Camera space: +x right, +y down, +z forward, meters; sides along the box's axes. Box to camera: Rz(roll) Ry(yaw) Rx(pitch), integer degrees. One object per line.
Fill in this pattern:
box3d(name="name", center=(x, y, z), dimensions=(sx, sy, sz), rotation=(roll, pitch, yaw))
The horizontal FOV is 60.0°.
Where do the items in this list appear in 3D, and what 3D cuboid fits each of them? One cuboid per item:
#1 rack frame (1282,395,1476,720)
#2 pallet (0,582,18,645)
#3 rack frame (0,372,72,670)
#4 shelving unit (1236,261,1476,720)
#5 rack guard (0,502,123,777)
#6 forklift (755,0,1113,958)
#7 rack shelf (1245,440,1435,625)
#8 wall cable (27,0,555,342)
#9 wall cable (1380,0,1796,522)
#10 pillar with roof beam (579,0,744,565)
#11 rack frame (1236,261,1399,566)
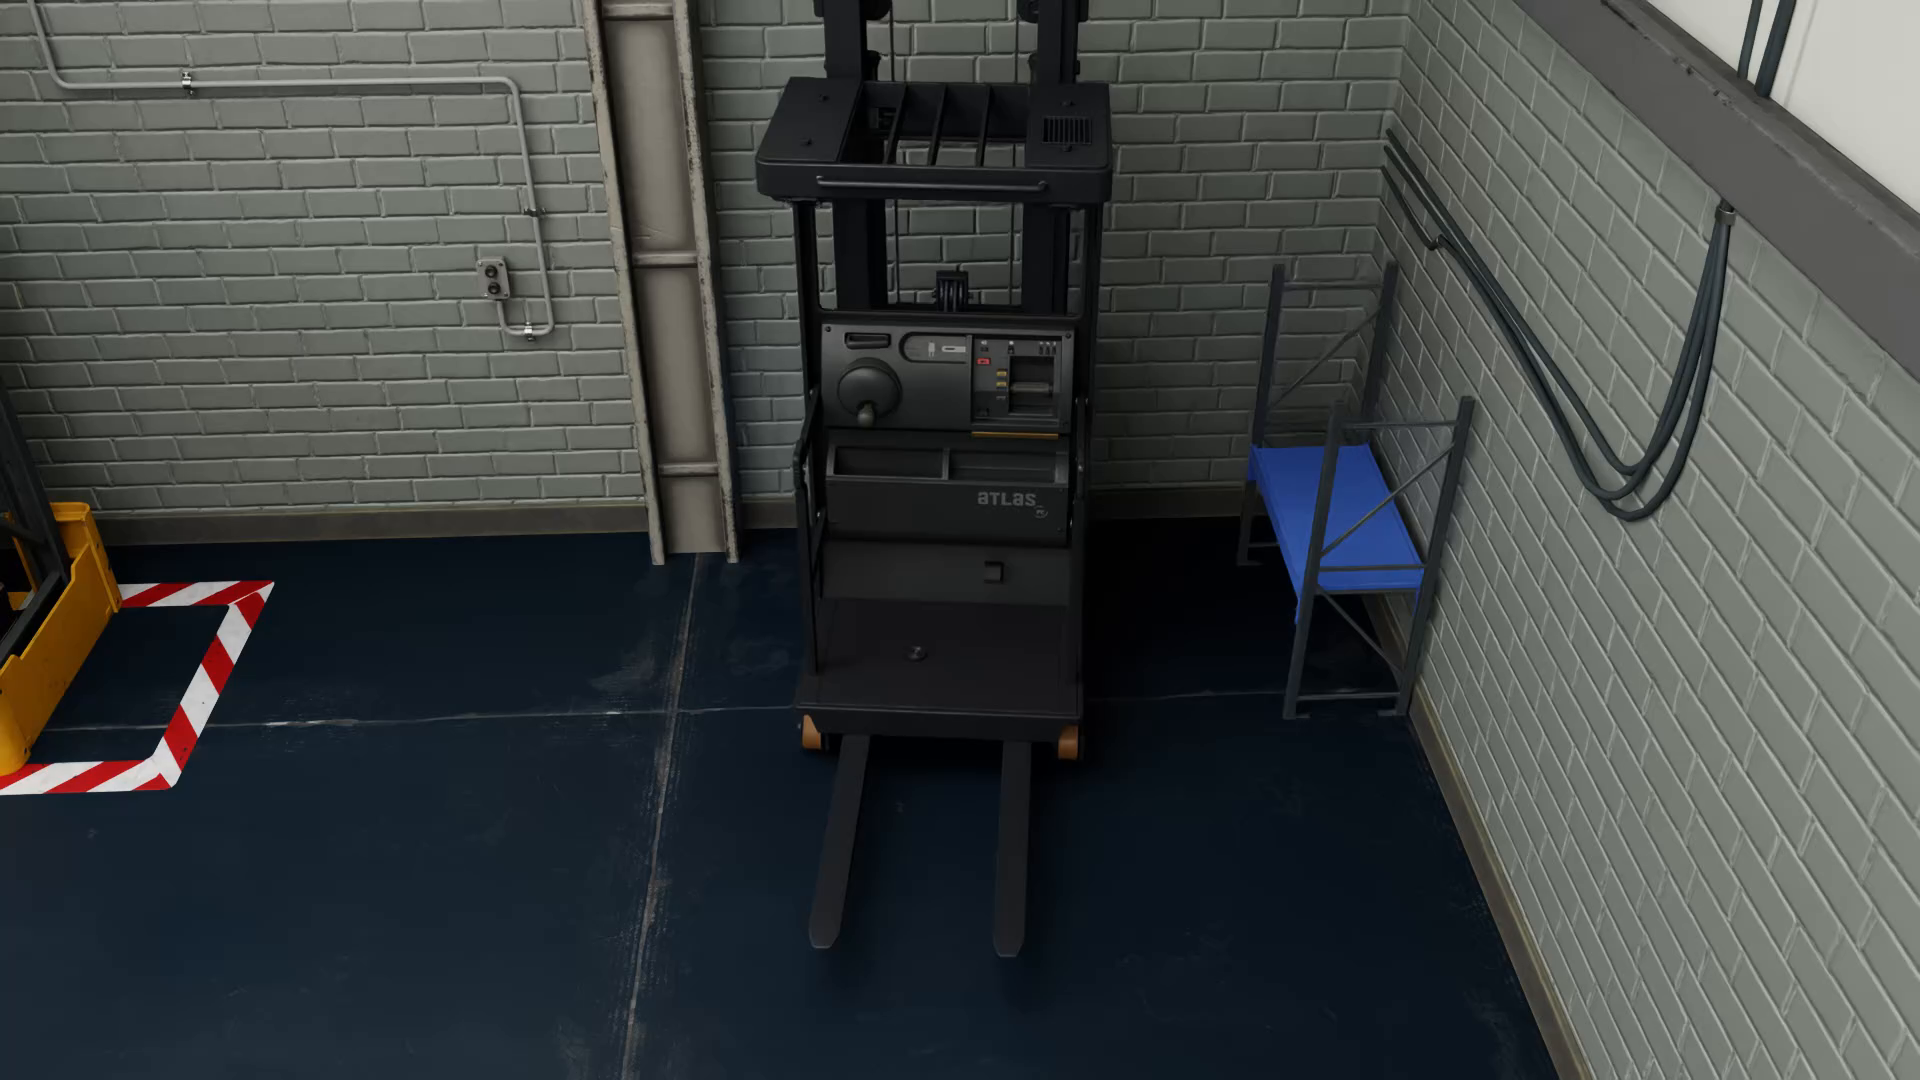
box3d(name="rack frame", center=(1.555, 0.109, 6.275), dimensions=(0.500, 1.500, 0.032), rotation=(-2, 37, -2))
box3d(name="pallet", center=(-4.663, 0.564, 6.749), dimensions=(1.213, 0.211, 1.003), rotation=(-2, 35, -2))
box3d(name="rack frame", center=(-3.868, -0.648, 6.051), dimensions=(0.127, 3.000, 1.000), rotation=(-2, 35, -2))
box3d(name="shelving unit", center=(1.528, -0.195, 6.681), dimensions=(0.538, 1.500, 1.048), rotation=(-2, 37, -2))
box3d(name="rack guard", center=(-3.844, 0.379, 6.763), dimensions=(0.348, 0.500, 1.175), rotation=(-2, 35, -2))
box3d(name="forklift", center=(-0.057, -0.539, 5.953), dimensions=(1.130, 2.935, 3.031), rotation=(2, 35, 3))
box3d(name="rack shelf", center=(1.527, -0.051, 6.789), dimensions=(0.538, 0.185, 1.000), rotation=(-2, 37, -2))
box3d(name="wall cable", center=(-2.634, -1.638, 6.589), dimensions=(1.851, 1.984, 0.084), rotation=(-2, 35, -2))
box3d(name="wall cable", center=(1.798, -1.788, 5.154), dimensions=(0.112, 2.526, 3.097), rotation=(-2, 35, -2))
box3d(name="pillar with roof beam", center=(-1.008, -1.232, 1.623), dimensions=(0.400, 9.000, 9.100), rotation=(-2, 35, -2))
box3d(name="rack frame", center=(1.501, -0.499, 7.088), dimensions=(0.500, 1.500, 0.032), rotation=(-2, 37, -2))
